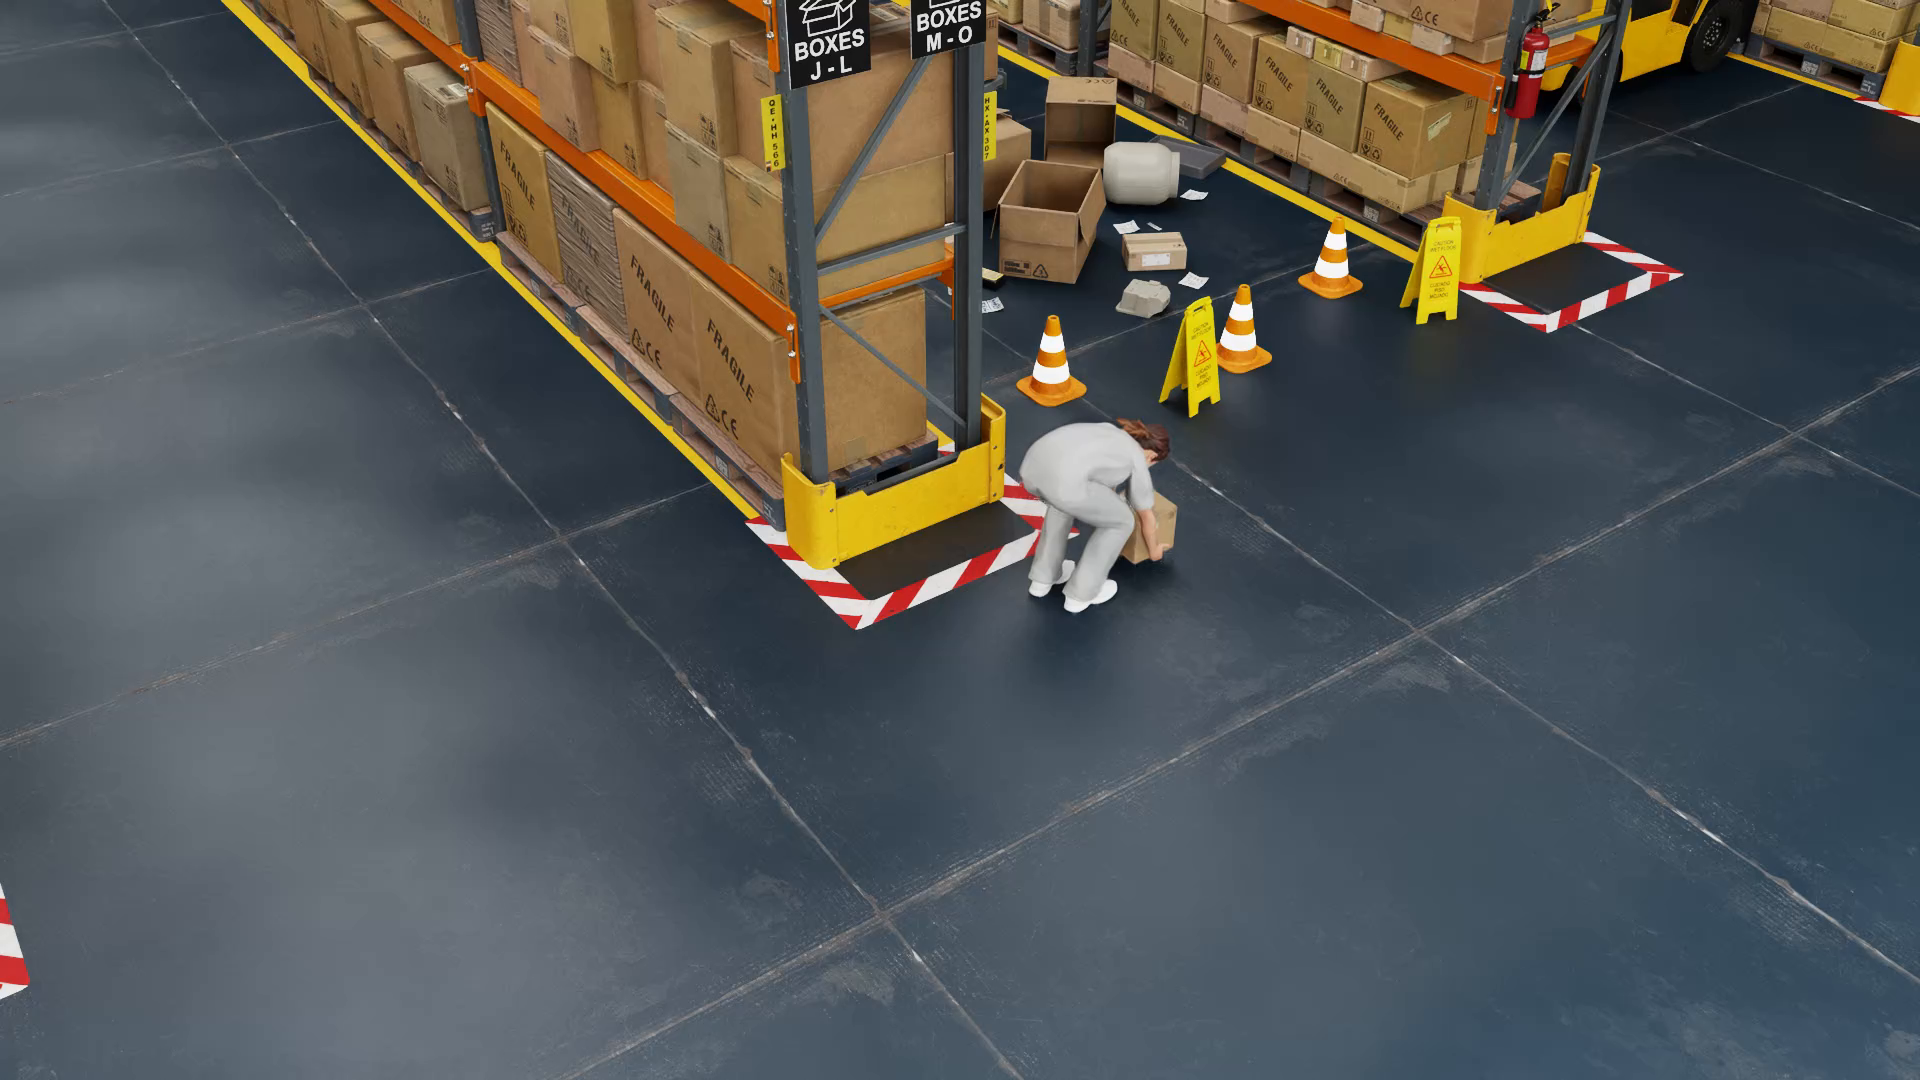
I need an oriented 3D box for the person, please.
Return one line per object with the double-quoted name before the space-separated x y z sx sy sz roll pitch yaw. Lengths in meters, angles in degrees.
"person" 0.647 -0.177 7.864 0.852 0.934 0.458 -29 45 -33
